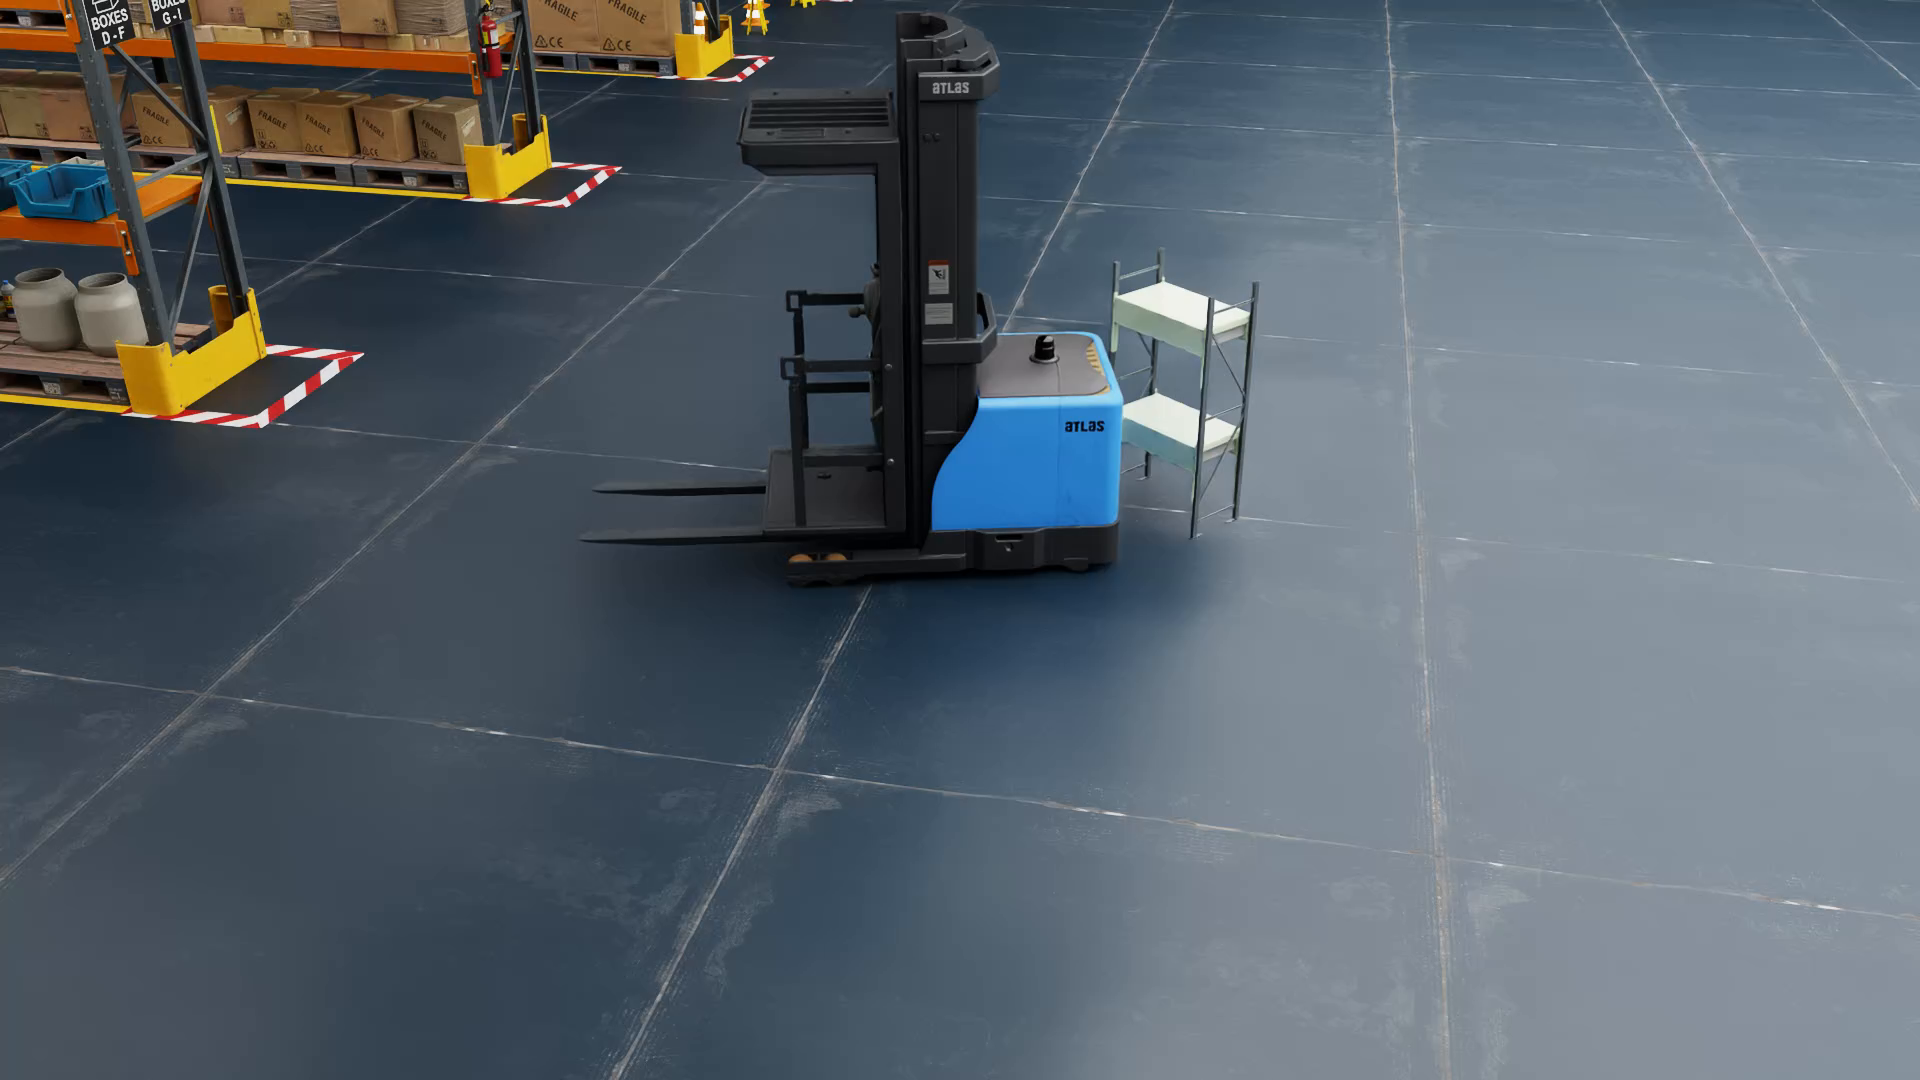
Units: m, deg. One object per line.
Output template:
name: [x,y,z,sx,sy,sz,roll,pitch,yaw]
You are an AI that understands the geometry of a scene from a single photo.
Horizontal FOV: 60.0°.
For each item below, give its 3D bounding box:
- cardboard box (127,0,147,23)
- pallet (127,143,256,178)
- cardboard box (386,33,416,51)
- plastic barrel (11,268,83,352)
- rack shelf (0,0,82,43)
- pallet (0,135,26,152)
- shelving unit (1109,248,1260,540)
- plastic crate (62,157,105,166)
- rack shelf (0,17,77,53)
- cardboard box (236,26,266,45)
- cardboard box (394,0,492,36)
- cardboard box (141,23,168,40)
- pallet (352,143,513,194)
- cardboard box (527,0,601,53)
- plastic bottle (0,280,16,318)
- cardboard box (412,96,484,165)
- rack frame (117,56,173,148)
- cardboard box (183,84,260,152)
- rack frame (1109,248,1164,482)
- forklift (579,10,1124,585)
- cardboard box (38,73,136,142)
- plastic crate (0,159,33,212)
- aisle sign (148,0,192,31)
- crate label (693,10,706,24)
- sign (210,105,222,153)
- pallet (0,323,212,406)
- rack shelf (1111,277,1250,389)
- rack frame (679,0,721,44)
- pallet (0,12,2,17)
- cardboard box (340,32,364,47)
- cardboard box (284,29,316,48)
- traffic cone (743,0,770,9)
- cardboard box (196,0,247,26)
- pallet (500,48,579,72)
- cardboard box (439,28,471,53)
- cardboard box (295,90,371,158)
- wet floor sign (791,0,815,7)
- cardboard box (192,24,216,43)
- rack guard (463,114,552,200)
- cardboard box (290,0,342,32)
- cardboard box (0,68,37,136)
cardboard box: [-7.744,-5.283,15.862,0.500,0.500,0.875,6,29,11]
pallet: [-7.507,-3.909,16.670,1.213,0.211,1.003,6,29,11]
cardboard box: [-5.081,-4.629,15.344,0.250,0.149,0.380,6,29,11]
plastic barrel: [-6.444,-1.629,11.755,0.421,0.512,0.421,0,29,0]
rack shelf: [-7.250,-3.656,10.931,4.000,0.370,1.077,6,29,11]
pallet: [-10.130,-4.158,17.126,1.213,0.211,1.003,6,29,11]
shelving unit: [1.274,-0.857,9.754,0.431,1.500,0.755,-22,36,-34]
plastic crate: [-6.102,-2.581,11.615,0.250,0.136,0.298,6,29,11]
rack shelf: [-10.127,-5.068,16.632,4.000,0.370,1.077,6,29,11]
cardboard box: [-6.554,-4.766,15.593,0.250,0.149,0.380,6,29,11]
cardboard box: [-4.792,-5.024,15.390,0.500,0.500,0.875,6,29,11]
cardboard box: [-7.532,-4.867,15.777,0.250,0.149,0.380,6,29,11]
pallet: [-5.121,-3.664,16.223,1.213,0.211,1.003,6,29,11]
cardboard box: [-4.663,-6.477,20.233,0.875,0.875,0.875,5,29,10]
plastic bottle: [-7.002,-1.780,12.261,0.097,0.271,0.097,0,29,0]
cardboard box: [-4.867,-3.940,15.989,0.500,0.500,0.500,11,31,20]
rack frame: [-8.171,-5.183,16.093,0.127,3.000,1.000,6,29,11]
cardboard box: [-7.227,-4.158,16.387,0.500,0.500,0.500,16,32,26]
rack frame: [1.039,-0.992,10.000,0.400,1.500,0.023,-22,36,-34]
forklift: [-0.641,-1.297,9.067,3.031,2.935,1.130,-2,29,-3]
cardboard box: [-8.767,-4.351,16.719,0.500,0.500,0.700,4,29,7]
plastic crate: [-6.480,-2.368,11.107,0.408,0.251,0.499,6,29,11]
aisle sign: [-5.162,-3.726,10.726,0.004,0.787,0.394,6,29,11]
crate label: [-3.561,-7.112,22.598,0.298,0.136,0.250,-9,30,-16]
sign: [-5.175,-2.835,11.517,0.005,0.325,0.100,6,29,11]
pallet: [-6.171,-1.302,11.909,1.213,0.211,1.003,6,29,11]
rack shelf: [1.274,-1.200,9.567,0.431,0.370,0.720,-22,36,-34]
rack frame: [-3.125,-7.101,19.597,0.127,3.000,1.000,6,29,11]
pallet: [-10.139,-5.321,16.545,1.213,0.211,1.003,6,29,11]
cardboard box: [-5.558,-4.706,15.484,0.250,0.149,0.380,6,29,11]
cardboard box: [-6.070,-4.704,15.481,0.250,0.149,0.380,6,29,11]
traffic cone: [-2.880,-7.760,23.443,0.334,0.463,0.336,6,29,11]
cardboard box: [-6.753,-5.214,15.735,0.500,0.500,0.875,6,29,11]
pallet: [-5.113,-6.045,20.571,1.213,0.211,1.003,6,29,11]
cardboard box: [-4.581,-4.603,15.296,0.250,0.149,0.380,6,29,11]
cardboard box: [-6.067,-4.056,16.200,0.500,0.500,0.500,9,30,15]
wet floor sign: [-2.228,-7.881,23.474,0.232,0.644,0.267,17,33,28]
cardboard box: [-7.050,-4.802,15.659,0.250,0.149,0.380,6,29,11]
rack guard: [-4.334,-3.693,15.975,0.348,0.500,1.175,6,29,11]
cardboard box: [-5.786,-5.088,15.507,0.500,0.500,0.875,6,29,11]
cardboard box: [-9.777,-4.464,16.925,0.500,0.500,0.700,3,29,6]
